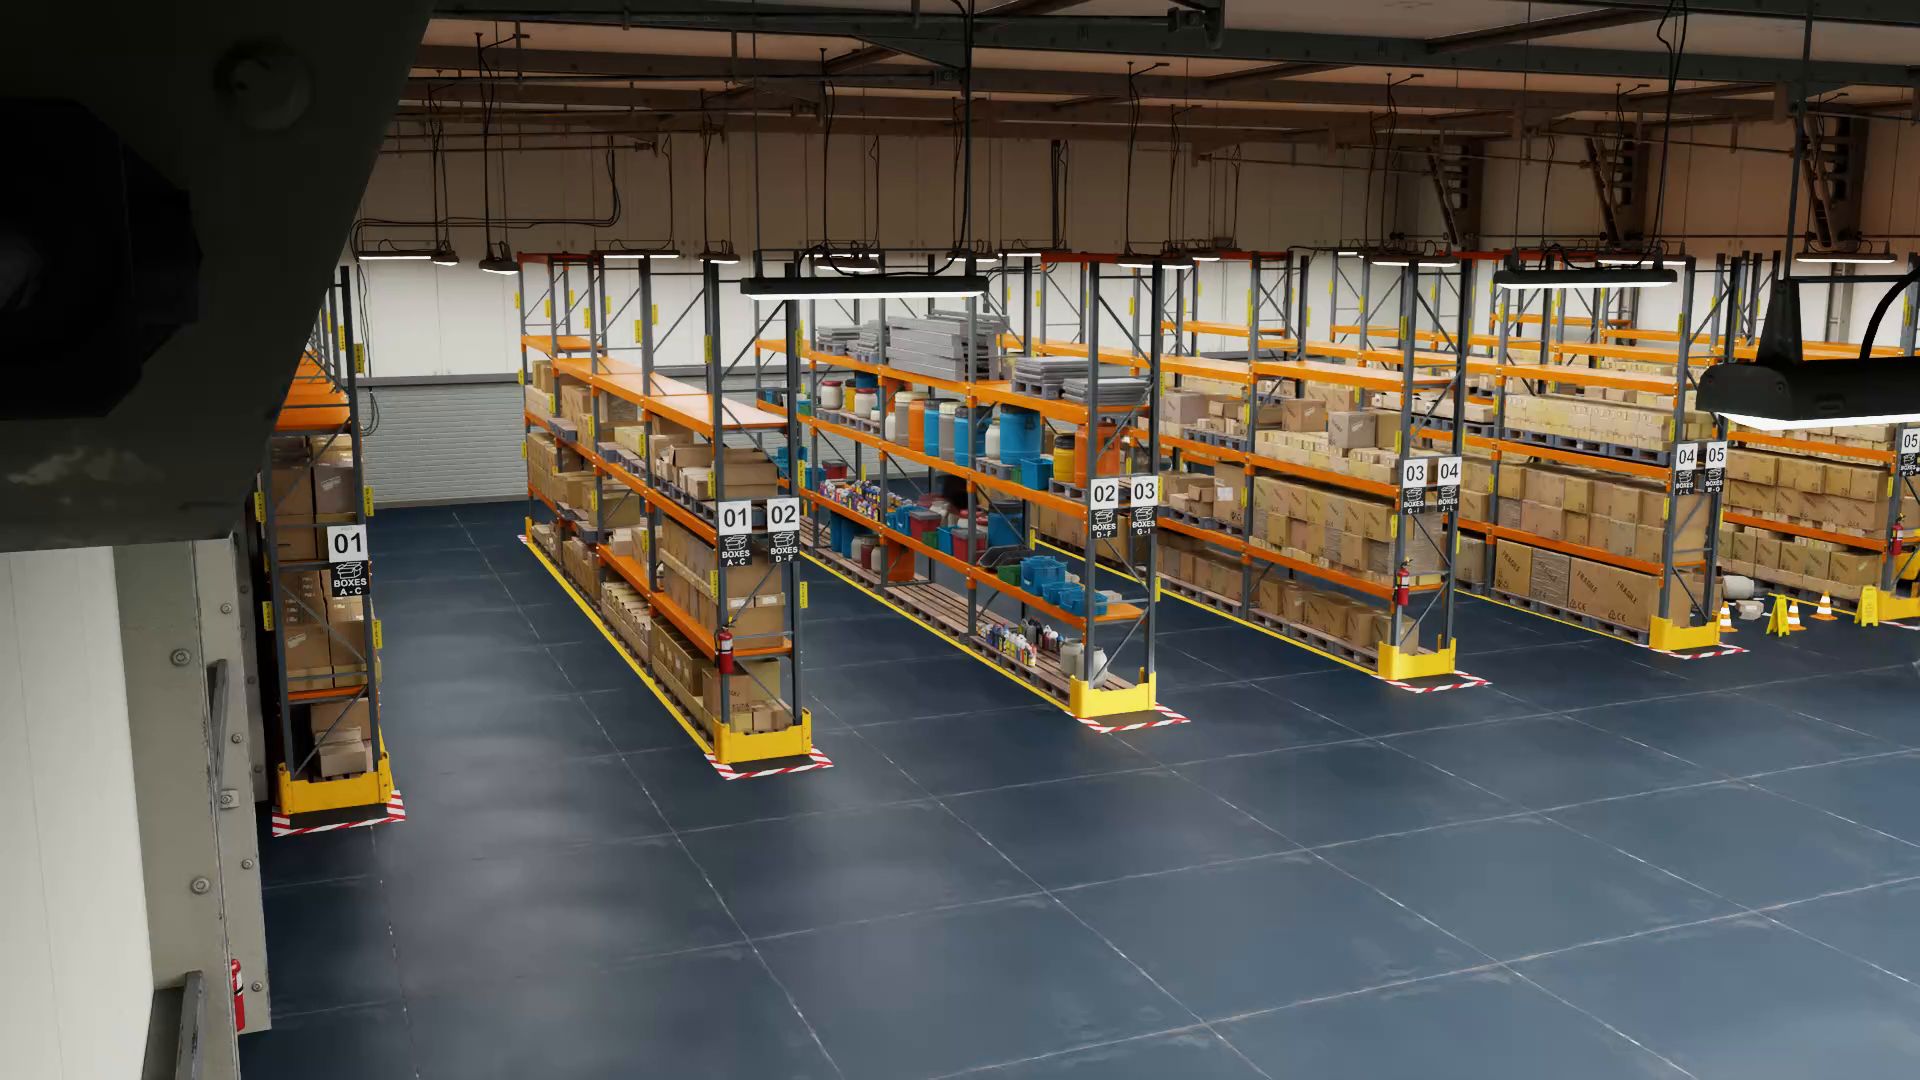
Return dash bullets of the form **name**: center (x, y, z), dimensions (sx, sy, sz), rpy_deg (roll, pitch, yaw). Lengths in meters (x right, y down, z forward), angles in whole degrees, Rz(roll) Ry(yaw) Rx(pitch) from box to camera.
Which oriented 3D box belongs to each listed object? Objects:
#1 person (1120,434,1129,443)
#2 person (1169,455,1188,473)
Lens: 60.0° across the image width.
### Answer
- **person**: center (3.911, -1.924, 40.778), dimensions (0.691, 1.783, 0.763), rpy_deg (-10, 14, -43)
- **person**: center (4.846, -1.137, 36.962), dimensions (0.535, 1.579, 0.594), rpy_deg (-3, 11, -15)
